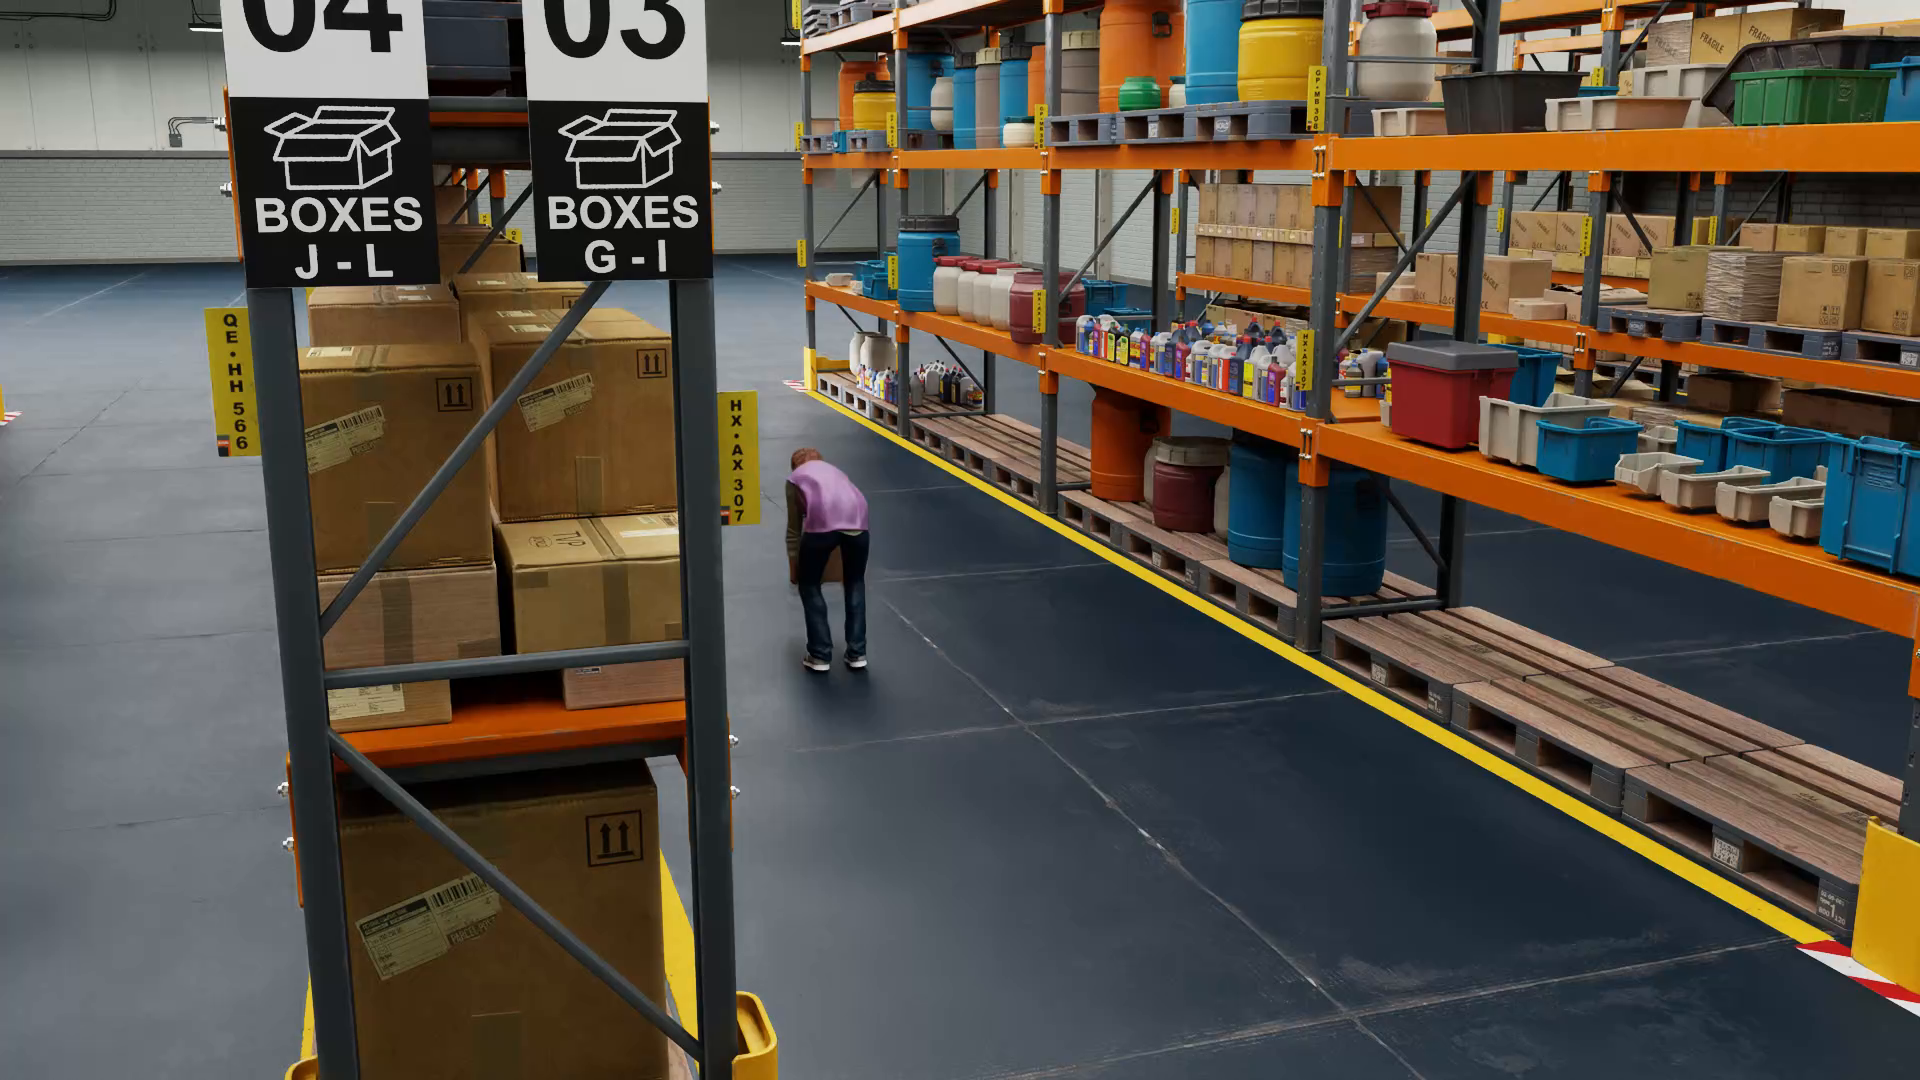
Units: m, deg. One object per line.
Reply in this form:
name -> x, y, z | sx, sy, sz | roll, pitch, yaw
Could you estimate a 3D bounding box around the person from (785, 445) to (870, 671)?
person -> -0.746, 0.092, 9.138 | 0.385, 1.139, 0.848 | -5, 13, -20
